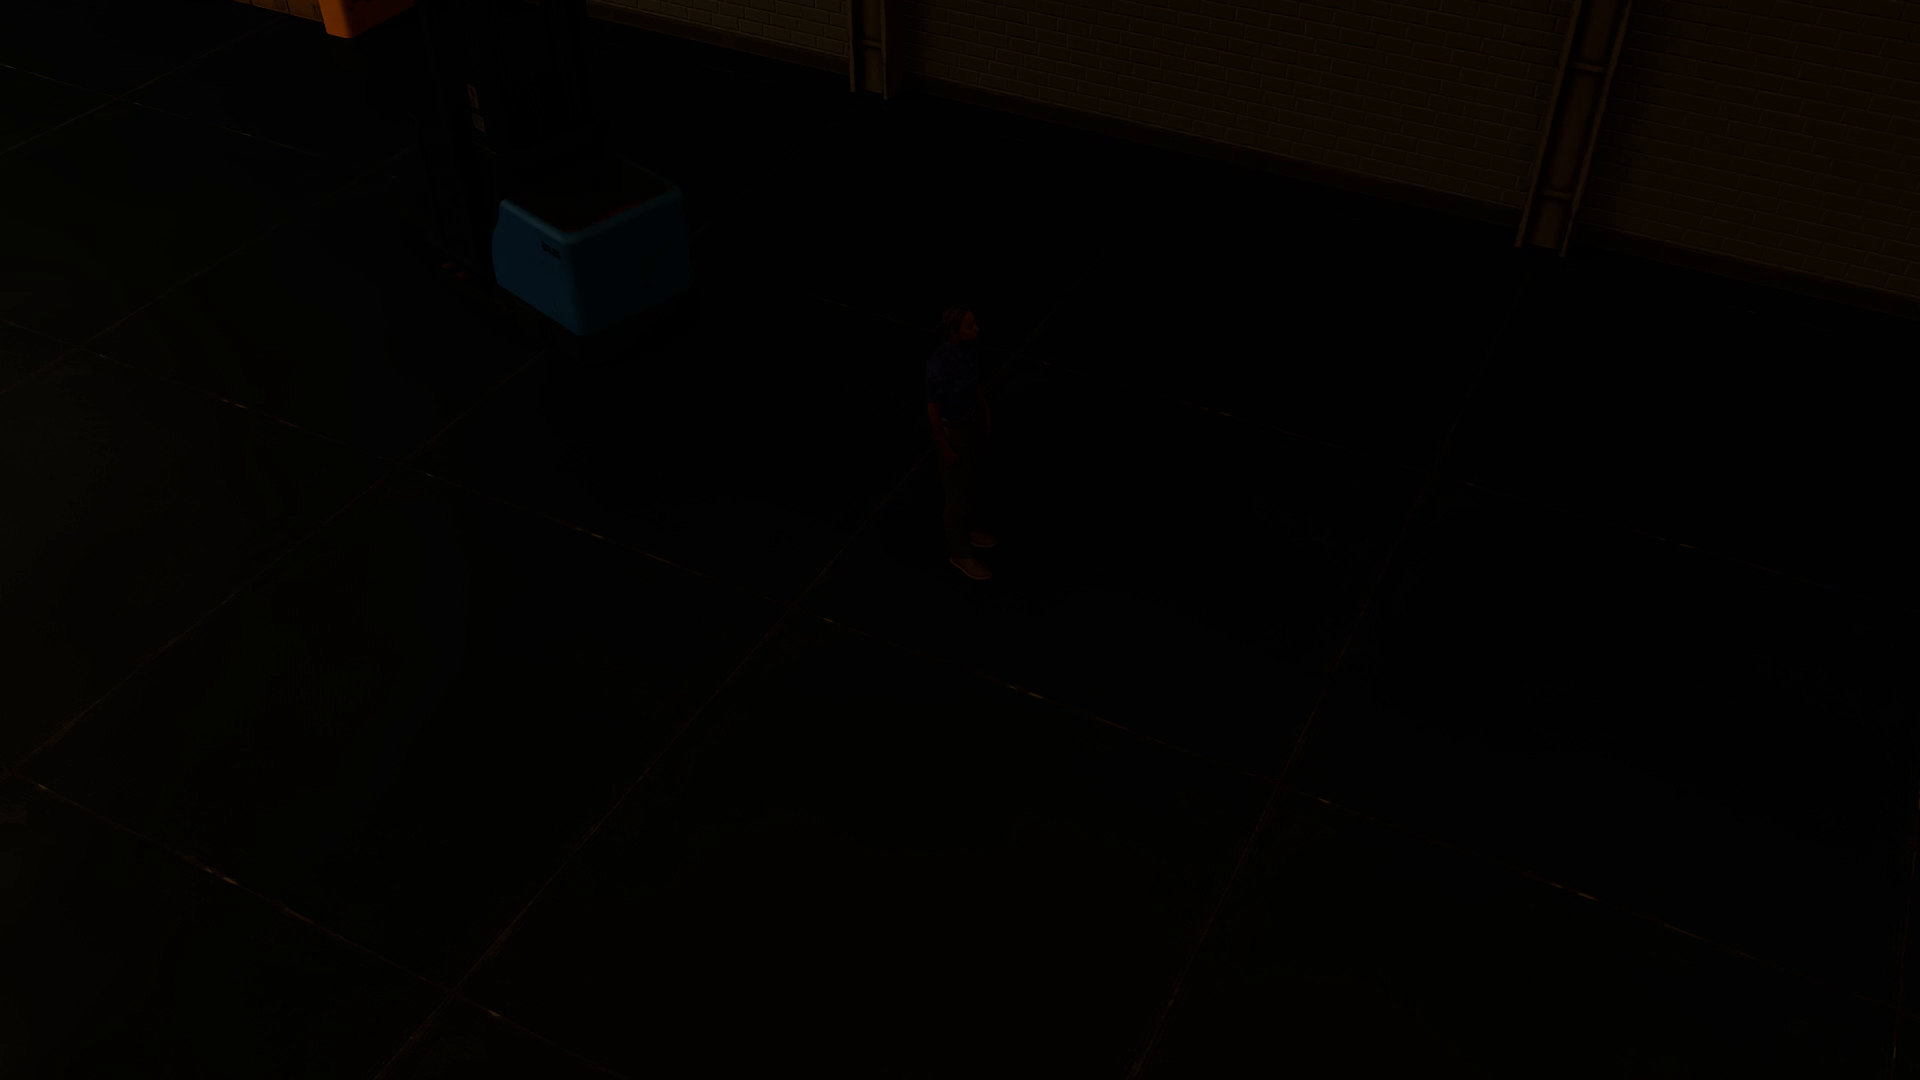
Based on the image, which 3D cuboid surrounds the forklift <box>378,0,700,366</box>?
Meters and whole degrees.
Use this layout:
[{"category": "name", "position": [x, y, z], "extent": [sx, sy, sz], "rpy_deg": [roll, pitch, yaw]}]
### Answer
[{"category": "forklift", "position": [-3.300, -3.170, 11.750], "extent": [3.031, 2.935, 1.130], "rpy_deg": [32, 50, 32]}]

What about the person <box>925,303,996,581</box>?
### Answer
[{"category": "person", "position": [0.068, -0.601, 9.680], "extent": [0.504, 1.654, 0.569], "rpy_deg": [18, 43, 21]}]
